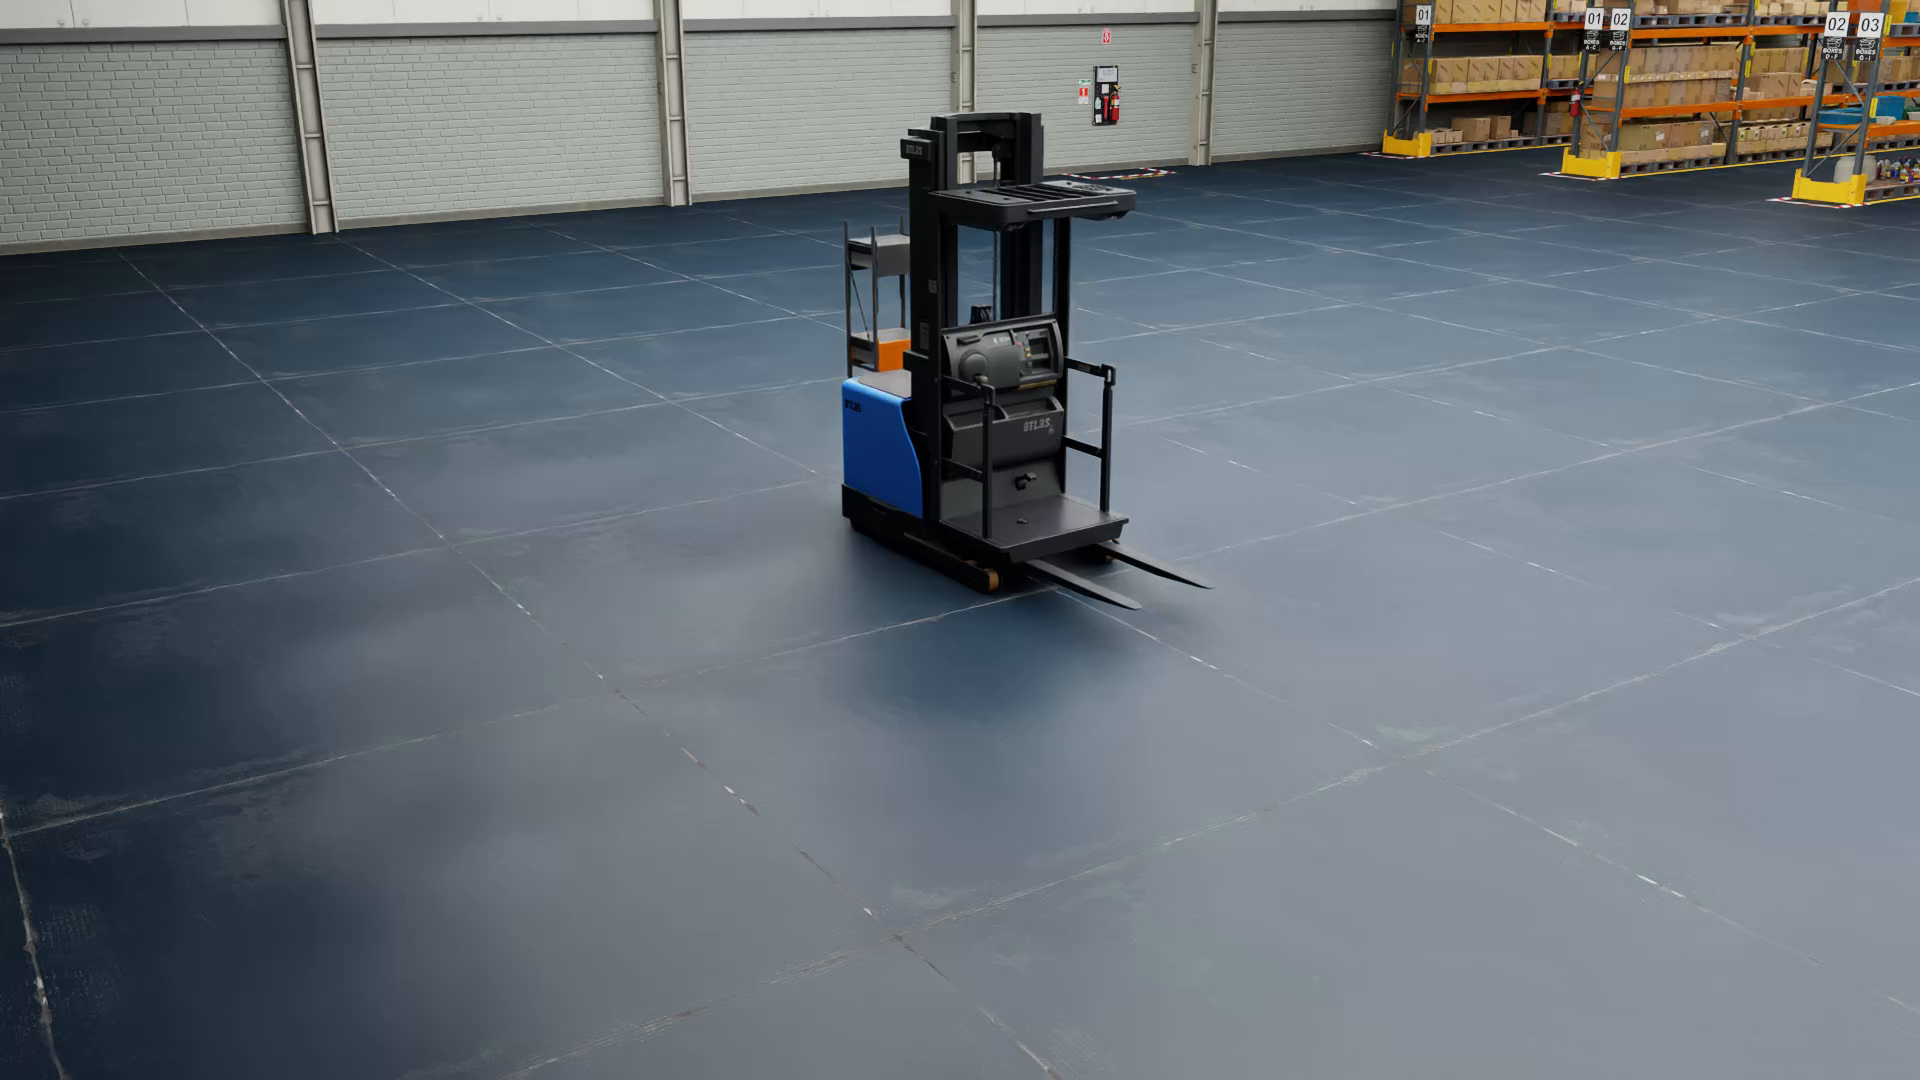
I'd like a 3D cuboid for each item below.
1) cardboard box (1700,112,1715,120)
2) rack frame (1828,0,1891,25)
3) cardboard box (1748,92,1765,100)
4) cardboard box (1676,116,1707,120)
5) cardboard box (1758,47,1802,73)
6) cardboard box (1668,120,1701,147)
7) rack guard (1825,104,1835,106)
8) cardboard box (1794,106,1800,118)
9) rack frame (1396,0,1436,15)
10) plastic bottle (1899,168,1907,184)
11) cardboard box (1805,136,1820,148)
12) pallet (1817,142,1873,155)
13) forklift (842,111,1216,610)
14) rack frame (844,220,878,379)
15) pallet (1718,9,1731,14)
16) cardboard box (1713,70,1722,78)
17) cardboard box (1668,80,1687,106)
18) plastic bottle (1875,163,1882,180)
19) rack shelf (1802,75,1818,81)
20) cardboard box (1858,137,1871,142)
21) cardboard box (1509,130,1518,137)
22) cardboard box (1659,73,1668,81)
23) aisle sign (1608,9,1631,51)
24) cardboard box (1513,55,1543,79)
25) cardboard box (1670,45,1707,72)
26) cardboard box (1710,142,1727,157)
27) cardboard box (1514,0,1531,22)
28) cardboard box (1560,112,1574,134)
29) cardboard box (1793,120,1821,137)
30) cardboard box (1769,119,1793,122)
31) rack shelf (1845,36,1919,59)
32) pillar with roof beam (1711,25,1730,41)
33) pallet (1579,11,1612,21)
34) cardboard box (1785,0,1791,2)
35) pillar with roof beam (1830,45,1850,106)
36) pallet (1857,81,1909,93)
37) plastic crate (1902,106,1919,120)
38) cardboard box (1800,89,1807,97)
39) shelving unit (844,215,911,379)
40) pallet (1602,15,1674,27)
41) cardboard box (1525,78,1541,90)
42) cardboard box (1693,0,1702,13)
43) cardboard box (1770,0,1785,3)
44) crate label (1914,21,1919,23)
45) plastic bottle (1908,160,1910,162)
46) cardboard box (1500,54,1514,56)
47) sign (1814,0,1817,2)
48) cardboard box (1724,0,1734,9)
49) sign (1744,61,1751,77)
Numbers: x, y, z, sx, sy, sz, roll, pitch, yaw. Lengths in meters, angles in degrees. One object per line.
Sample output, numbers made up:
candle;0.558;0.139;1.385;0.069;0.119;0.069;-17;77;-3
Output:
cardboard box;18.798;-11.097;42.588;0.750;0.750;0.750;-11;22;-30
rack frame;15.436;-10.302;28.166;0.127;3.000;1.000;-12;22;-31
cardboard box;16.908;-9.472;35.472;0.250;0.149;0.380;-12;22;-31
cardboard box;15.496;-8.744;35.391;0.500;0.500;0.500;-12;22;-31
cardboard box;21.687;-12.715;44.202;0.700;0.700;0.980;-13;23;-34
cardboard box;14.949;-8.427;34.456;0.500;0.500;0.500;-12;22;-31
rack guard;23.370;-11.748;45.714;0.348;0.500;1.175;-12;22;-31
cardboard box;22.403;-11.705;44.930;0.500;0.500;0.700;-12;22;-32
rack frame;9.988;-12.952;36.005;0.127;3.000;1.000;-12;22;-31
plastic bottle;17.122;-6.612;30.192;0.097;0.271;0.097;0;19;0
cardboard box;18.663;-8.841;36.851;0.500;0.250;0.500;-12;22;-32
pallet;20.041;-8.995;38.022;1.213;0.211;1.003;-12;22;-31
forklift;0.417;-1.222;10.782;1.130;2.935;3.031;-13;23;-34
rack frame;-0.714;-1.266;12.206;0.015;2.100;0.400;-13;22;-34
pallet;19.271;-13.379;42.251;1.217;0.209;0.805;-13;23;-34
cardboard box;15.522;-9.650;34.435;0.250;0.149;0.380;-13;22;-33
cardboard box;14.403;-9.185;34.074;0.500;0.500;0.700;-11;22;-30
plastic bottle;17.014;-6.831;30.821;0.133;0.283;0.061;-12;22;-31
rack shelf;21.680;-12.235;44.375;4.000;0.370;1.077;-12;22;-31
cardboard box;20.368;-9.316;37.834;0.500;0.500;0.500;-13;23;-33
cardboard box;12.898;-9.578;39.130;0.250;0.166;0.380;-16;24;-38
cardboard box;14.023;-9.334;33.501;0.250;0.149;0.380;-13;23;-33
aisle sign;12.829;-9.923;32.355;0.004;0.787;0.394;-12;22;-31
cardboard box;13.104;-10.942;38.459;0.500;0.500;0.500;-12;22;-32
cardboard box;14.849;-9.895;34.147;0.500;0.500;0.700;-12;22;-31
cardboard box;15.789;-8.246;35.091;0.500;0.250;0.500;-12;22;-31
cardboard box;12.613;-12.051;37.838;0.500;0.500;0.500;-14;23;-36
cardboard box;14.338;-10.077;40.085;0.500;0.500;0.700;-12;22;-32
cardboard box;18.664;-9.105;36.756;0.500;0.311;0.500;-12;22;-32
cardboard box;18.364;-9.248;37.179;0.500;0.311;0.500;-13;22;-33
rack shelf;17.107;-8.892;29.804;4.000;0.370;1.077;-12;22;-31
pillar with roof beam;22.486;-14.269;39.900;0.400;9.000;9.100;-12;22;-31
pallet;14.767;-12.410;39.379;1.003;0.211;1.213;-12;22;-31
cardboard box;21.165;-13.957;43.084;0.500;0.250;0.500;-12;22;-33
pillar with roof beam;27.497;-15.325;43.026;0.400;9.000;9.100;-12;22;-31
pallet;21.018;-10.447;38.264;1.213;0.211;1.003;-12;22;-31
plastic crate;17.488;-7.900;30.761;0.662;0.188;0.450;-12;22;-31
cardboard box;18.362;-9.836;36.547;0.250;0.149;0.380;-10;21;-27
shelving unit;-0.516;-1.312;12.342;0.503;2.100;0.431;-13;22;-34
pallet;13.320;-10.282;32.930;1.213;0.211;1.003;-12;22;-31
cardboard box;13.099;-10.588;38.584;0.500;0.250;0.500;-12;22;-31
cardboard box;14.611;-10.969;33.787;0.637;0.503;0.797;-9;21;-25
cardboard box;17.056;-11.599;35.094;0.500;0.500;0.500;-10;21;-26
crate label;17.181;-9.052;29.384;0.408;0.251;0.502;-12;22;-31
plastic bottle;18.015;-7.079;31.568;0.135;0.276;0.152;-11;22;-29
cardboard box;12.821;-11.081;38.871;0.500;0.500;0.500;-13;22;-33
sign;19.100;-12.006;37.083;0.005;0.325;0.100;-12;22;-31
cardboard box;19.214;-13.775;42.279;0.500;0.500;0.700;-13;23;-34
sign;16.362;-9.789;34.542;0.005;0.325;0.100;-12;22;-31
